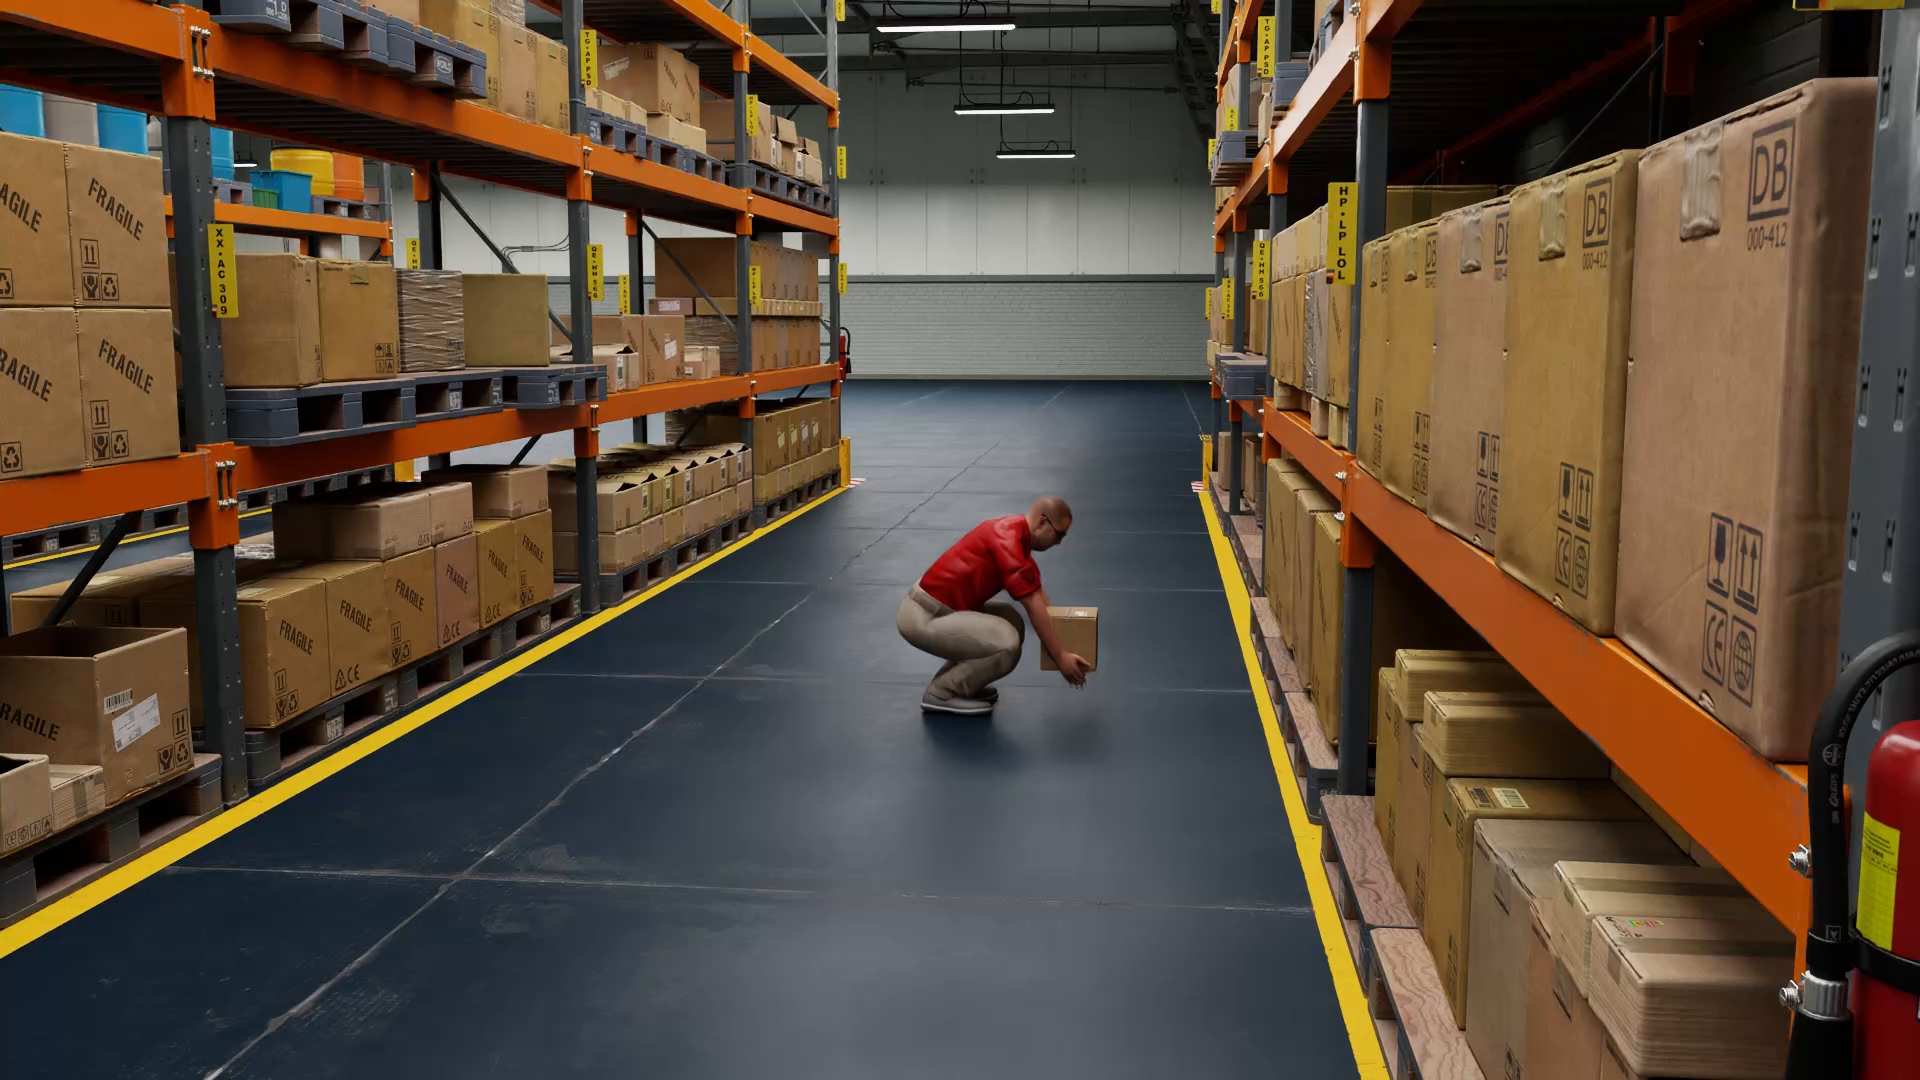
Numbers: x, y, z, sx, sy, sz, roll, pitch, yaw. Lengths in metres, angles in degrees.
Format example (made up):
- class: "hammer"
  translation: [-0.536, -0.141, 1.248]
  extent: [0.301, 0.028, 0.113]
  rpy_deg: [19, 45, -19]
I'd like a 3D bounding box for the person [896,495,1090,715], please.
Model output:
- class: "person"
  translation: [0.176, 0.291, 7.592]
  extent: [0.855, 0.976, 0.541]
  rpy_deg: [1, 8, 5]
